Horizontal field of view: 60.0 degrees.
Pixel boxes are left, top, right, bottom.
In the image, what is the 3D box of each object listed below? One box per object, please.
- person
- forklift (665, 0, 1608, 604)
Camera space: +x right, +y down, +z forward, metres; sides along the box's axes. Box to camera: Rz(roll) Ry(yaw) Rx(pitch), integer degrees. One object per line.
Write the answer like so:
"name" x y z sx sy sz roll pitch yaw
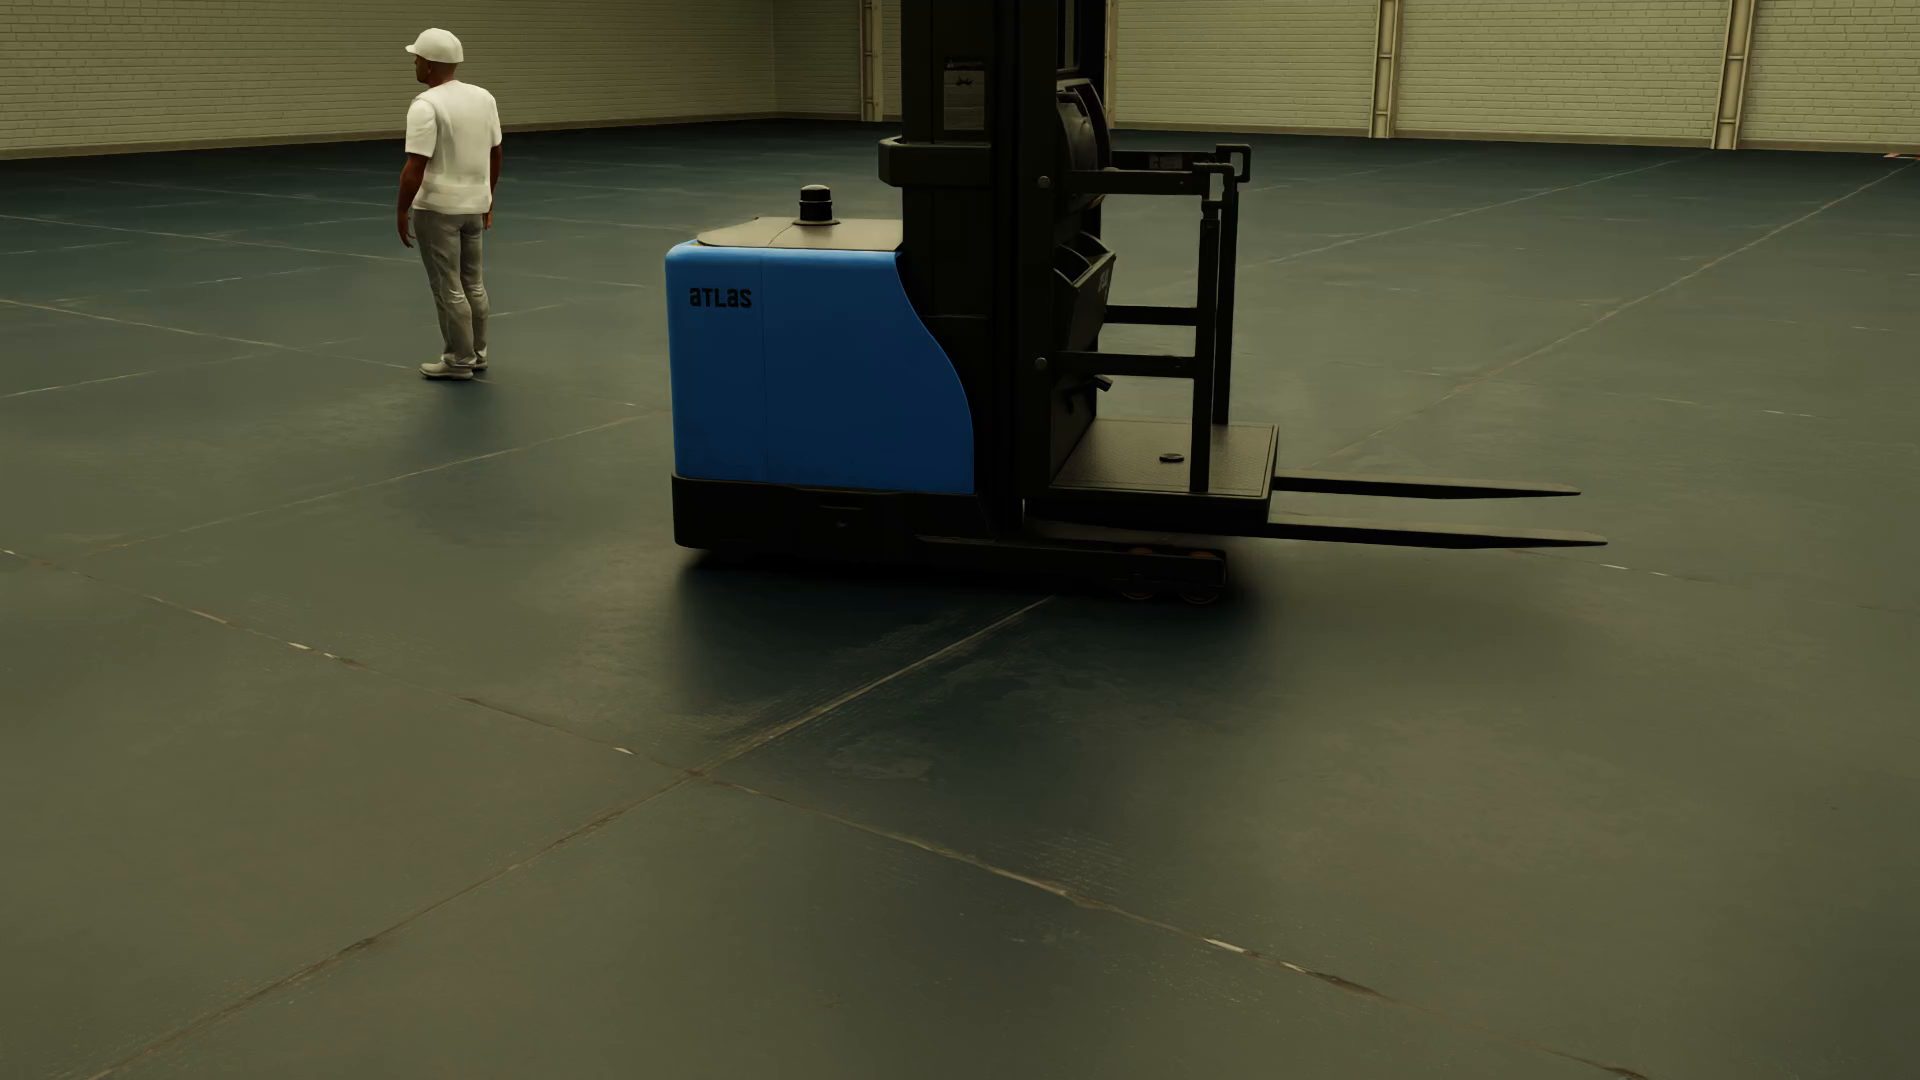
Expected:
"person" -2.688 -1.717 8.584 0.574 1.769 0.665 8 19 26
"forklift" 0.595 -1.367 5.404 3.031 2.935 1.130 4 17 12
